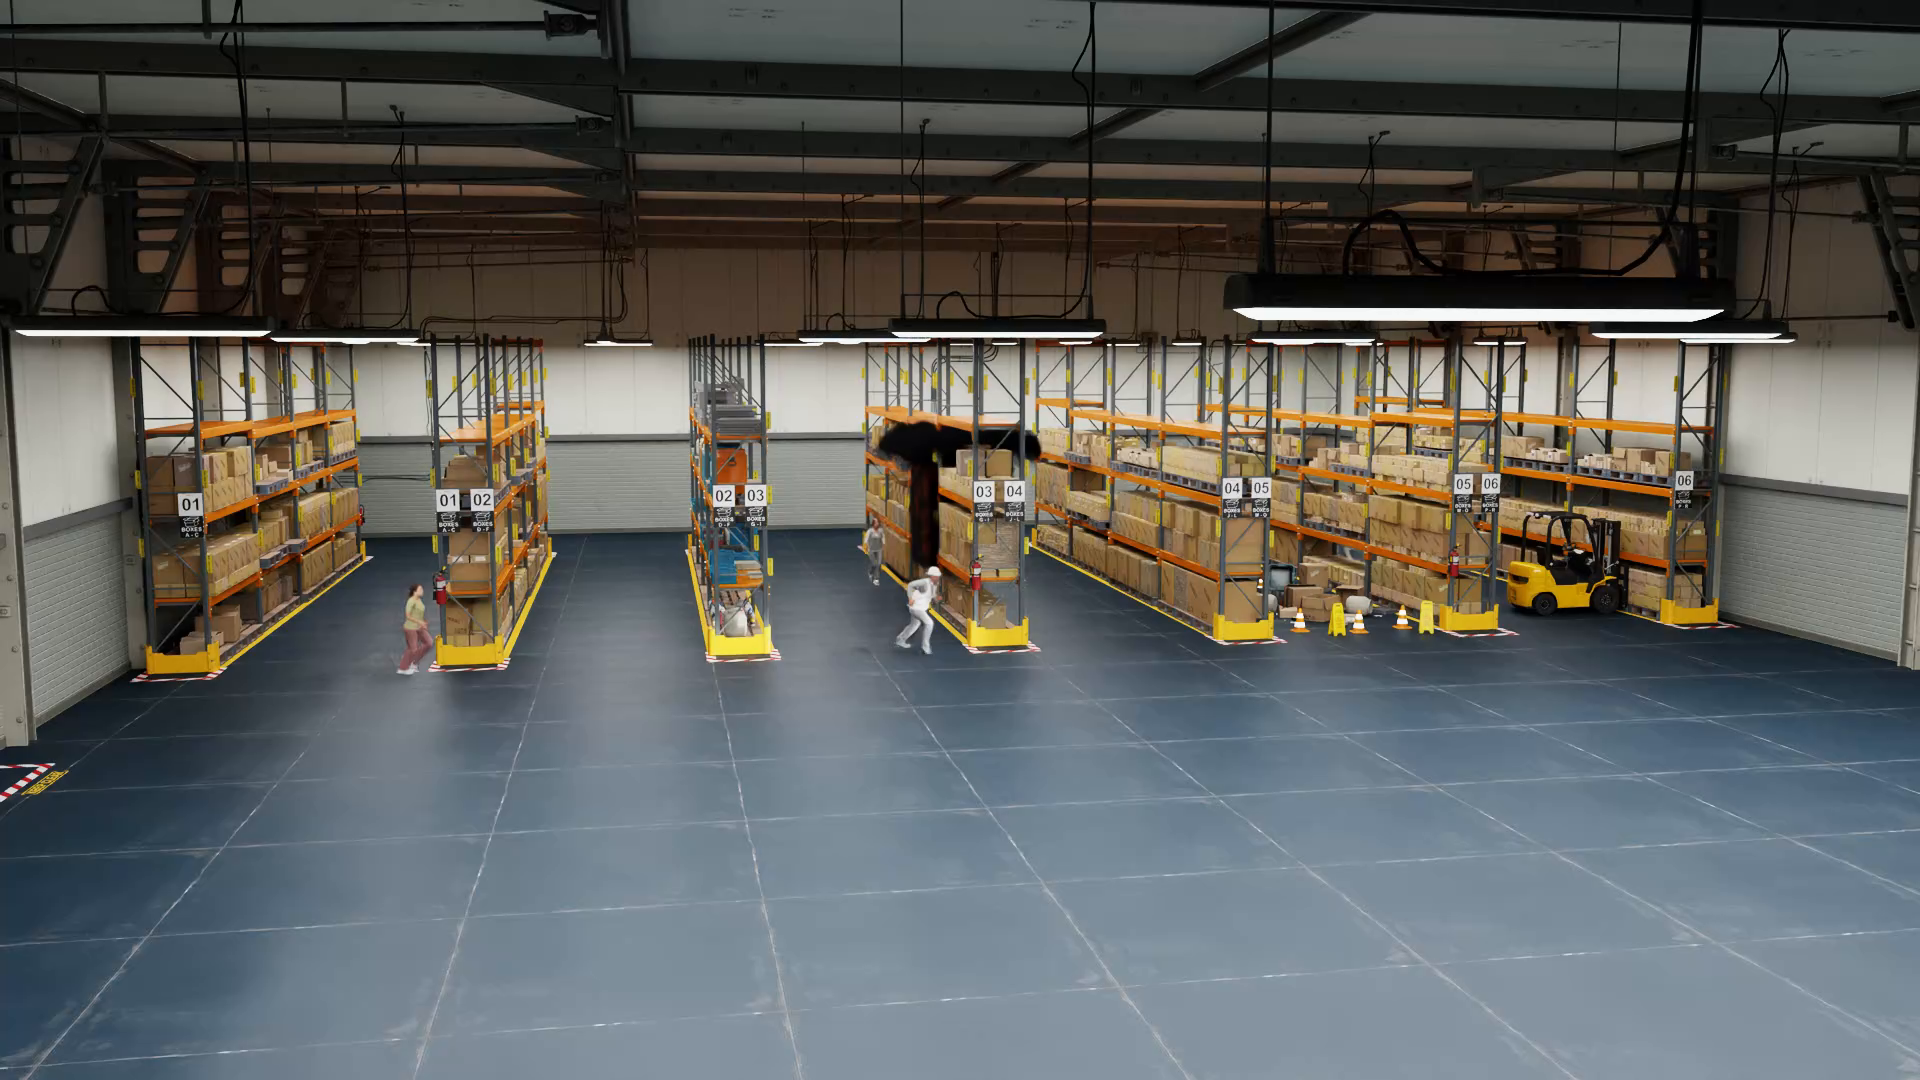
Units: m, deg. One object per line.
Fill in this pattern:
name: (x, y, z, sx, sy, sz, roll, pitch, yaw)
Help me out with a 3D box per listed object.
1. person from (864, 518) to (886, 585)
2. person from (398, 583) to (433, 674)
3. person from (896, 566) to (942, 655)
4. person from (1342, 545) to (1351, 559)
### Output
person: (-1.978, 0.253, 38.688, 0.518, 1.545, 0.576, -2, 7, -16)
person: (-9.641, 1.556, 29.364, 0.642, 1.613, 0.535, 1, 7, 9)
person: (-0.789, 1.335, 31.354, 1.012, 1.720, 0.697, 3, 7, 27)
person: (10.225, -0.201, 44.729, 0.532, 1.617, 0.927, -2, 7, -17)
